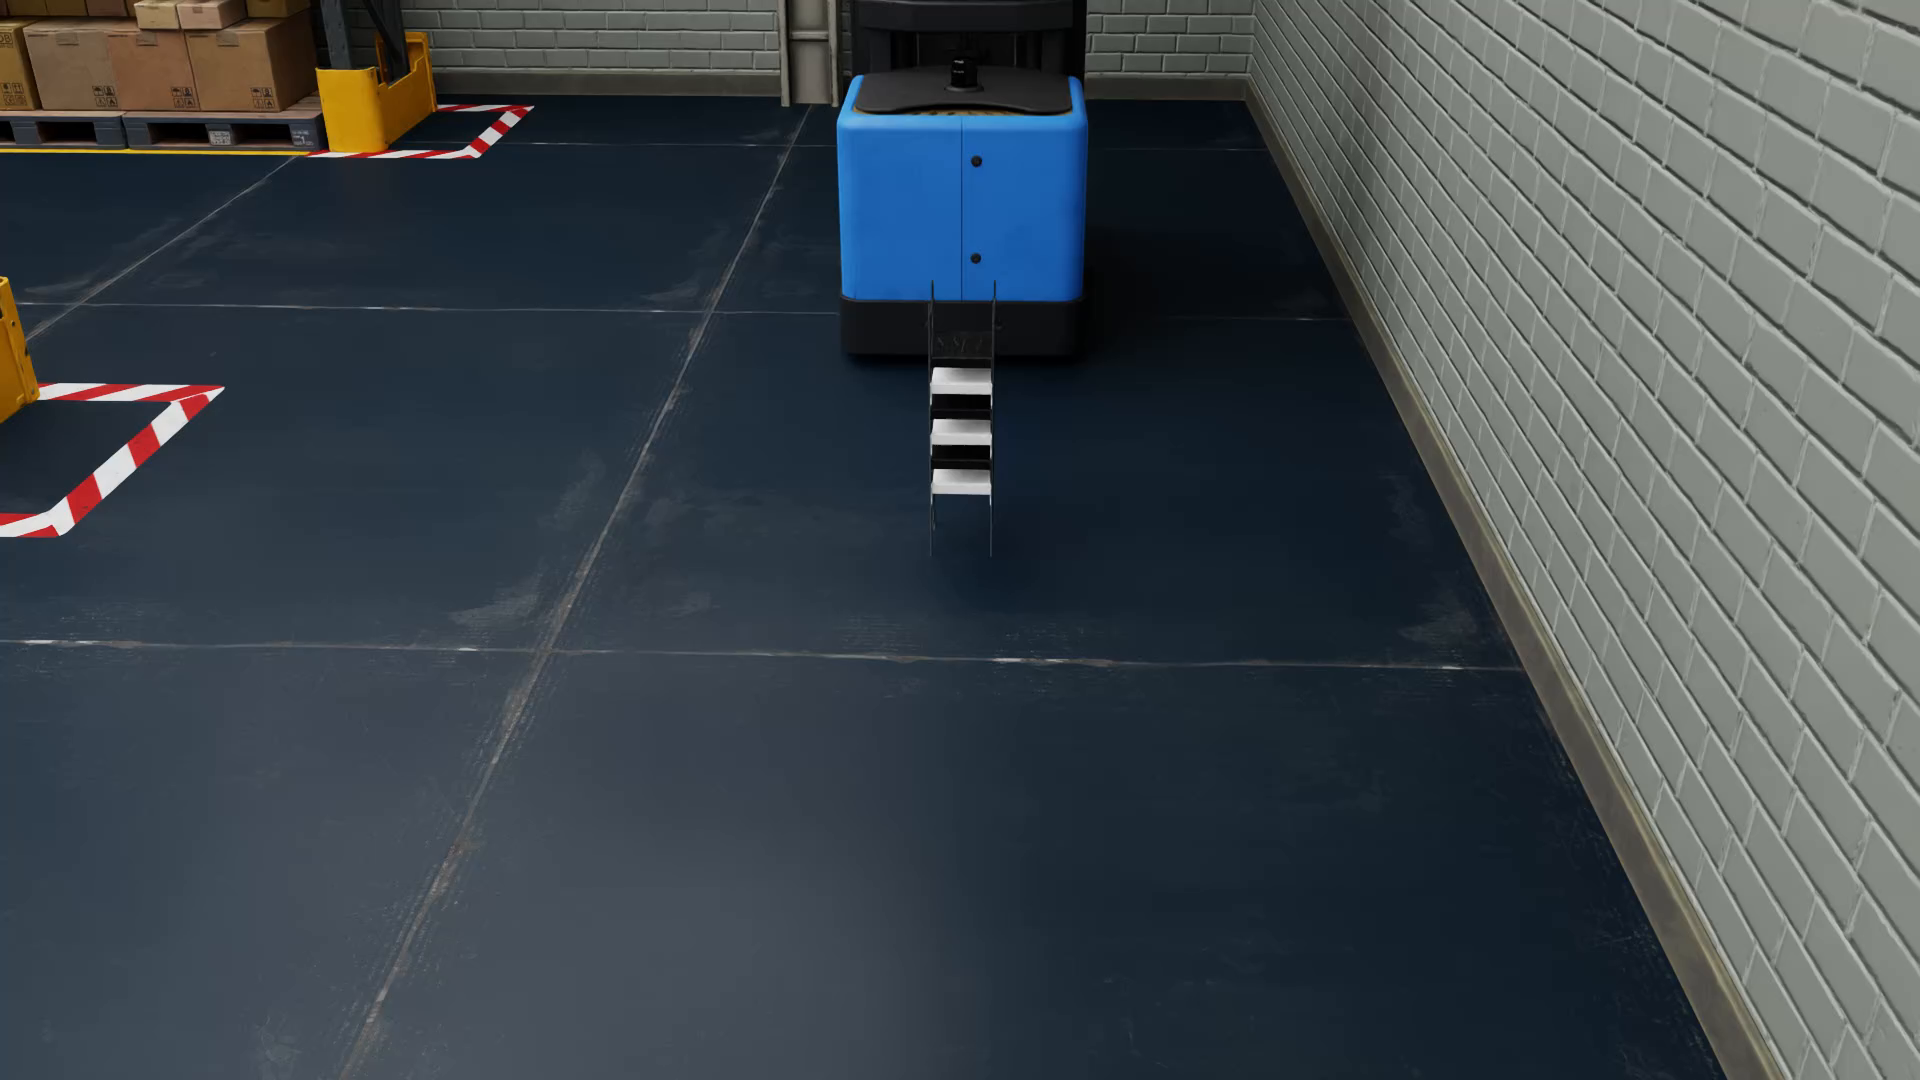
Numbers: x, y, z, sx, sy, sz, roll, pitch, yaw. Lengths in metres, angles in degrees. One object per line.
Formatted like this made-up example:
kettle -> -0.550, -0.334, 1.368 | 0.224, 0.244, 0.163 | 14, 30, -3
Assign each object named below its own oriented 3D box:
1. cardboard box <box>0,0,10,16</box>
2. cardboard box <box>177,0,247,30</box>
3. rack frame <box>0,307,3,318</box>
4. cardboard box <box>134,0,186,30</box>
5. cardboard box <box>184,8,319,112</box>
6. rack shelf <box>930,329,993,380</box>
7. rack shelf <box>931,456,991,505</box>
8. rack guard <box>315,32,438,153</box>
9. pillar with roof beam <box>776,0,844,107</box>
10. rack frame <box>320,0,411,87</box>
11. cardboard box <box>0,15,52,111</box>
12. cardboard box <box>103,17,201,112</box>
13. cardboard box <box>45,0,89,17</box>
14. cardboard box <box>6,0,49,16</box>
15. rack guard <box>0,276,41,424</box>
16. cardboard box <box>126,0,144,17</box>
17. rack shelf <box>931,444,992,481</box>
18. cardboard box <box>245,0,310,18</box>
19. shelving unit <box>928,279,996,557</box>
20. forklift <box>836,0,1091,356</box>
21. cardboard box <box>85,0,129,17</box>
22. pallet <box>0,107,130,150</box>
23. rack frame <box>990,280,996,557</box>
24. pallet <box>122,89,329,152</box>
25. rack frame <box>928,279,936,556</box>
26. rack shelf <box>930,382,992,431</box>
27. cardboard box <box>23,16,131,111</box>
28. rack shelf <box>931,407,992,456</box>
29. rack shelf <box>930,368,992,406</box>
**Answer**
cardboard box -> -6.090, -3.440, 10.564 | 0.250, 0.149, 0.380 | 1, 28, 2
cardboard box -> -4.578, -3.237, 10.181 | 0.250, 0.149, 0.380 | 1, 28, 1
rack frame -> -3.912, -1.669, 5.695 | 0.127, 3.000, 1.000 | 1, 28, 2
cardboard box -> -4.834, -3.241, 10.189 | 0.250, 0.149, 0.380 | 2, 28, 3
cardboard box -> -4.444, -3.033, 10.490 | 0.500, 0.500, 0.700 | 1, 28, 2
rack shelf -> 0.008, -0.607, 5.428 | 0.200, 0.077, 0.258 | 1, 28, 2
rack shelf -> 0.008, -0.209, 5.639 | 0.200, 0.077, 0.258 | 1, 28, 2
rack guard -> -3.717, -2.883, 10.654 | 0.348, 0.500, 1.175 | 1, 28, 2
pillar with roof beam -> -1.164, -4.983, 5.543 | 0.400, 9.000, 9.100 | 1, 28, 2
rack frame -> -3.741, -3.988, 10.070 | 0.127, 3.000, 1.000 | 1, 28, 2
cardboard box -> -5.979, -3.055, 10.531 | 0.500, 0.500, 0.700 | 2, 28, 3
cardboard box -> -4.944, -3.042, 10.506 | 0.500, 0.500, 0.700 | 1, 28, 2
cardboard box -> -5.579, -3.432, 10.549 | 0.250, 0.149, 0.380 | 1, 28, 2
cardboard box -> -5.832, -3.436, 10.557 | 0.250, 0.149, 0.380 | 0, 28, 1
rack guard -> -3.988, -0.566, 6.283 | 0.348, 0.500, 1.175 | 1, 28, 2
cardboard box -> -5.068, -3.424, 10.534 | 0.250, 0.149, 0.380 | 1, 28, 2
rack shelf -> 0.008, -0.288, 5.597 | 0.200, 0.077, 0.258 | 1, 28, 2
cardboard box -> -4.312, -3.412, 10.511 | 0.250, 0.149, 0.380 | 1, 28, 2
shelving unit -> 0.008, -0.397, 5.539 | 0.210, 0.900, 0.258 | 1, 28, 2
forklift -> 0.045, -2.726, 7.763 | 1.130, 2.935, 3.031 | 1, 28, 1
cardboard box -> -5.322, -3.428, 10.542 | 0.250, 0.149, 0.380 | 1, 28, 3
pallet -> -5.758, -2.754, 10.719 | 1.213, 0.211, 1.003 | 1, 28, 2
rack frame -> 0.110, -0.396, 5.536 | 0.006, 0.900, 0.240 | 1, 28, 2
pallet -> -4.542, -2.732, 10.679 | 1.213, 0.211, 1.003 | 1, 28, 2
rack frame -> -0.093, -0.399, 5.542 | 0.006, 0.900, 0.240 | 1, 28, 2
rack shelf -> 0.008, -0.448, 5.512 | 0.200, 0.077, 0.258 | 1, 28, 2
cardboard box -> -5.446, -3.050, 10.521 | 0.500, 0.500, 0.700 | 0, 28, 0
rack shelf -> 0.008, -0.368, 5.555 | 0.200, 0.077, 0.258 | 1, 28, 2
rack shelf -> 0.008, -0.527, 5.470 | 0.200, 0.077, 0.258 | 1, 28, 2
